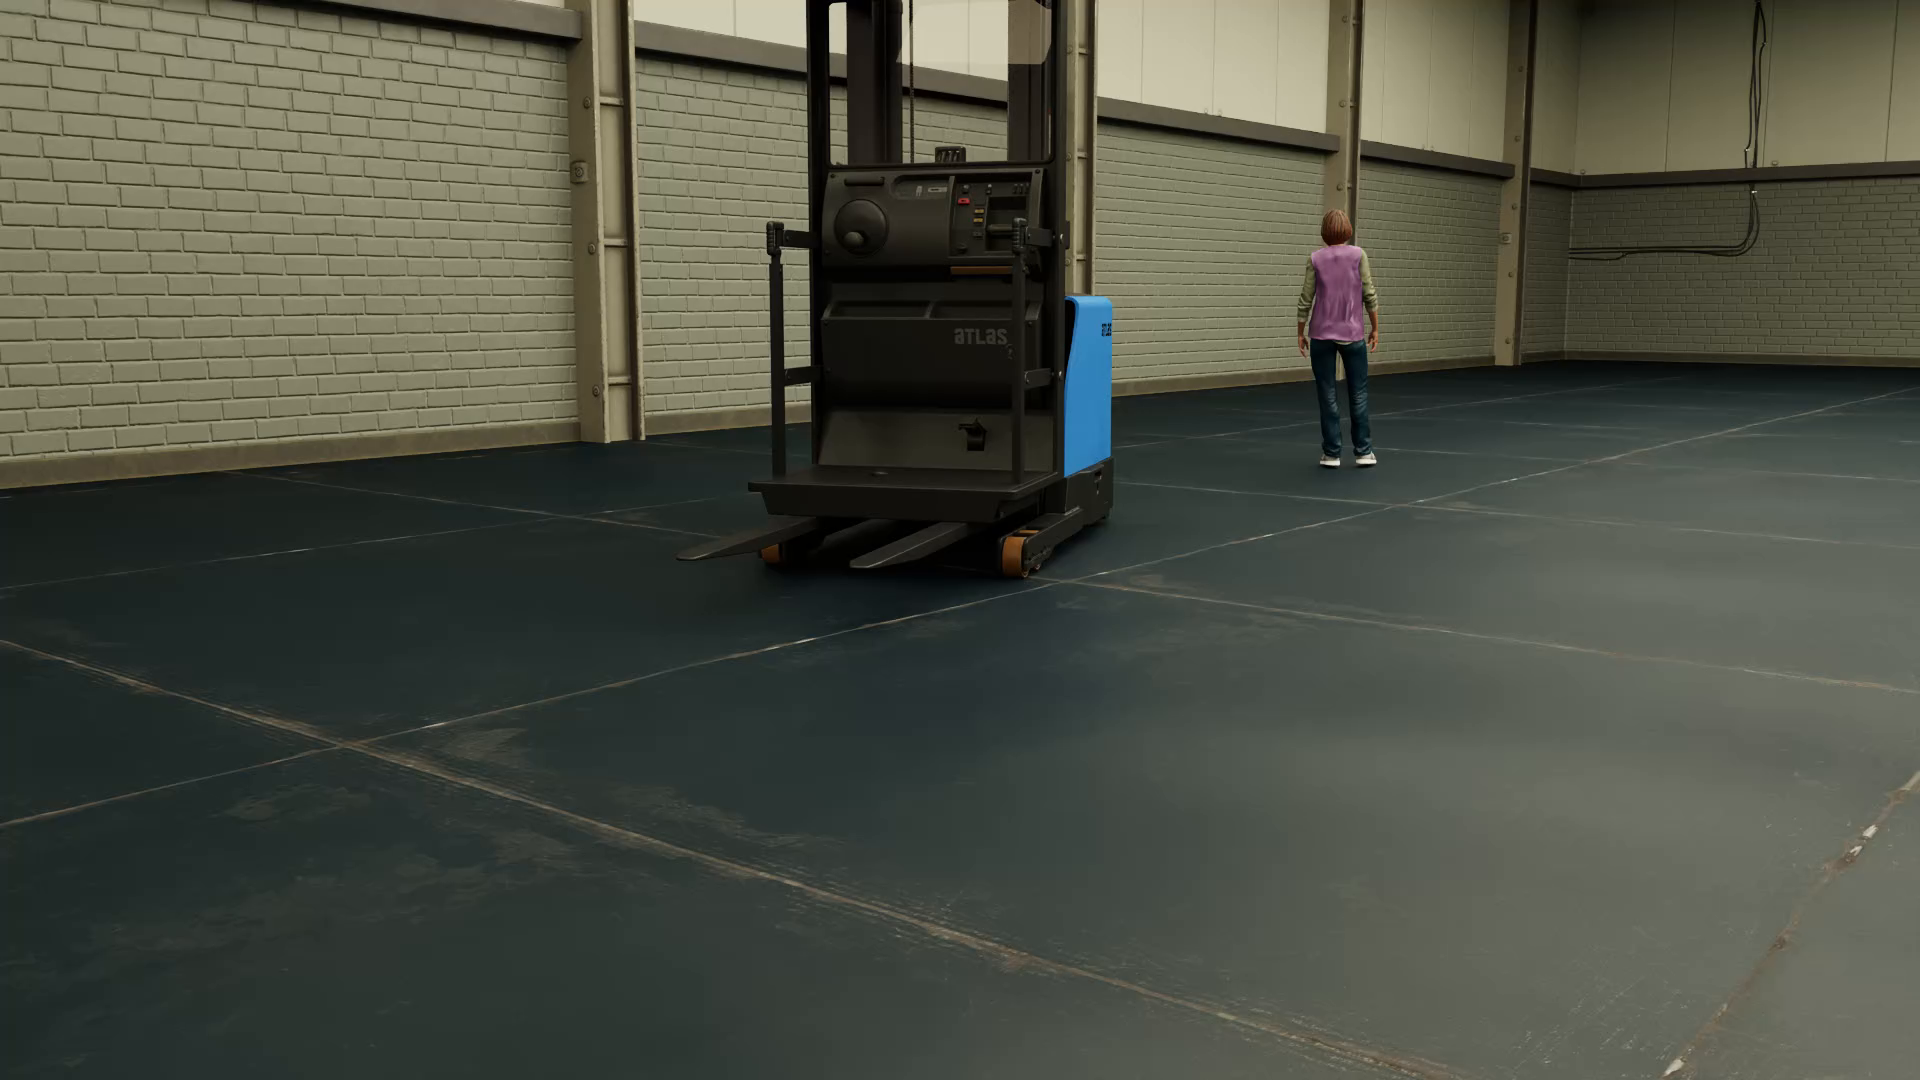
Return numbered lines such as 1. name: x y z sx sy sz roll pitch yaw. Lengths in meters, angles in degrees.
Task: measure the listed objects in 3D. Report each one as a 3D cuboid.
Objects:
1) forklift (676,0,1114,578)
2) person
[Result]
1. forklift: -0.176 -1.366 6.616 1.130 2.935 3.031 3 9 17
2. person: 2.382 -1.260 10.462 0.521 1.595 0.473 2 9 12
